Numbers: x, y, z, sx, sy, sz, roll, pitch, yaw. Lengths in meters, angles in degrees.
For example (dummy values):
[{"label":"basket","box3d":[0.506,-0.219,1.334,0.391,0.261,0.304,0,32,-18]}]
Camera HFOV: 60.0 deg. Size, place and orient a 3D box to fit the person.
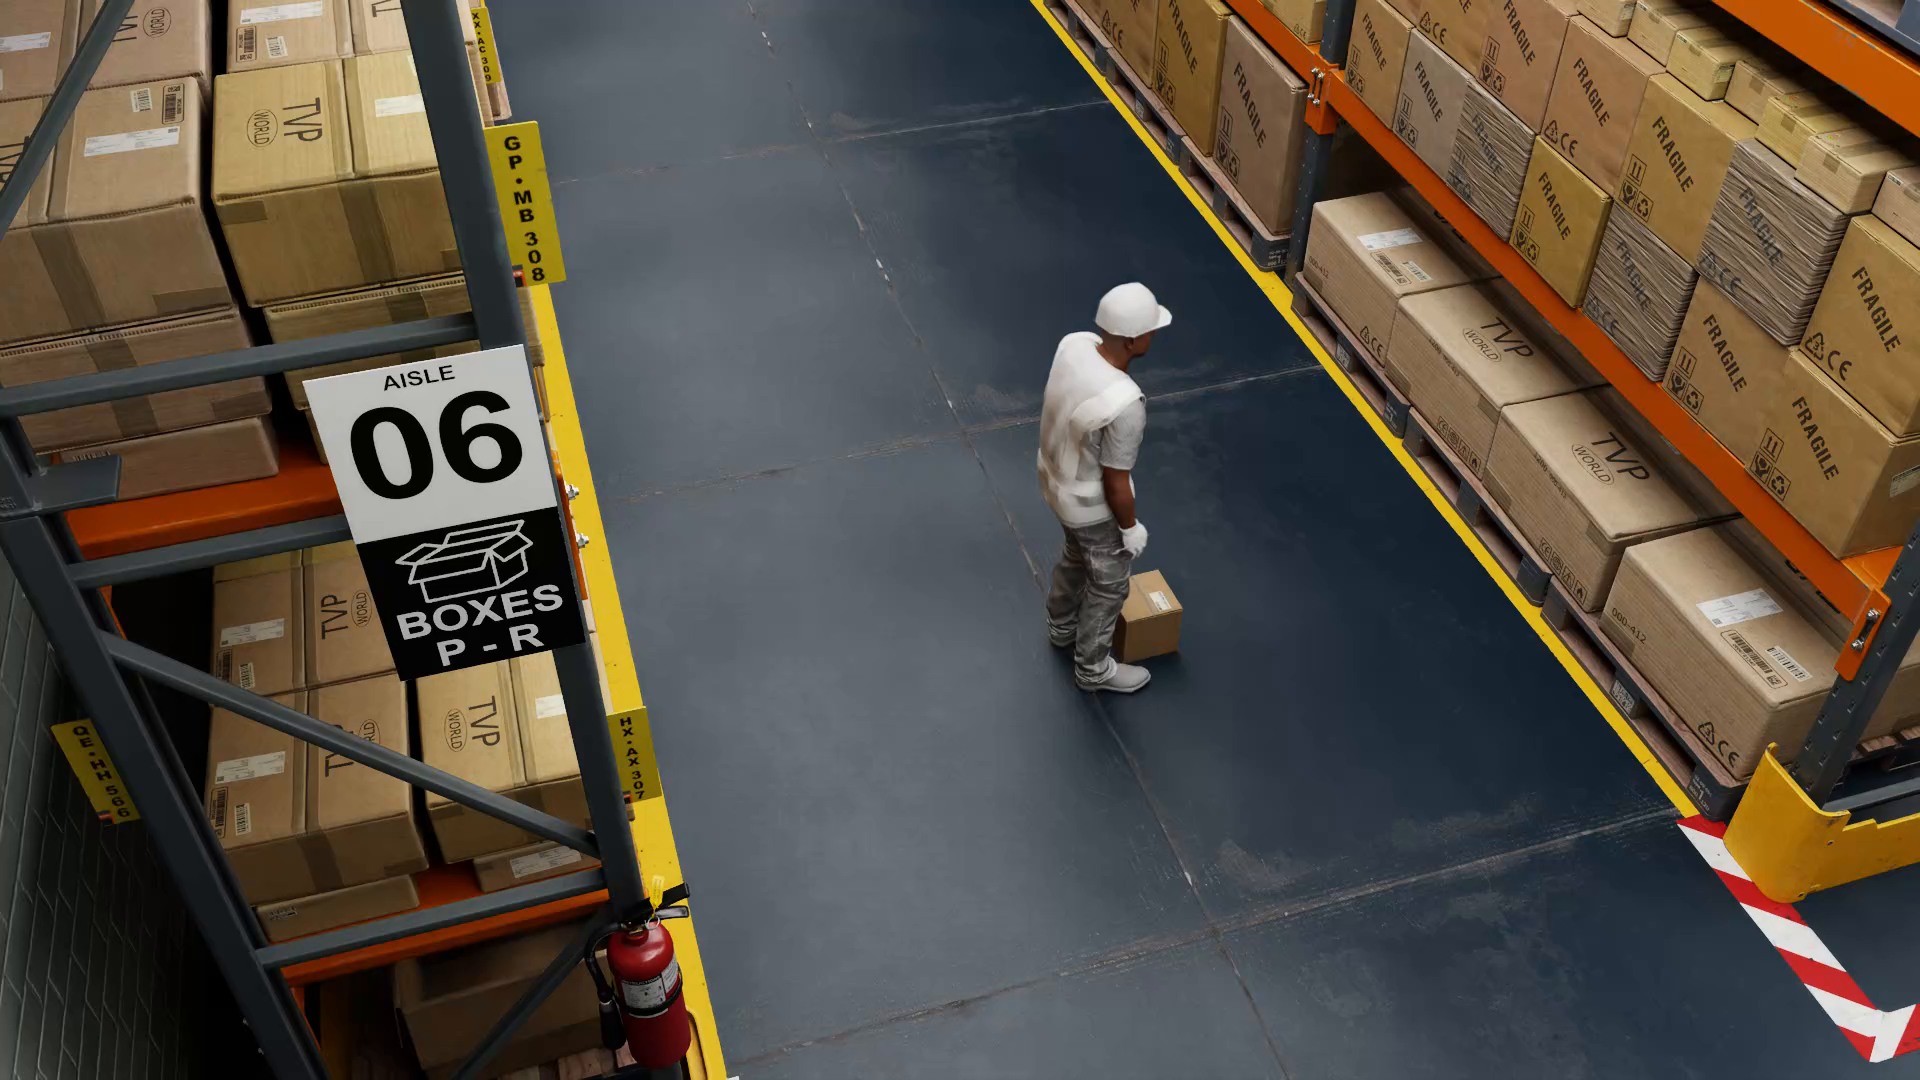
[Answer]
[{"label":"person","box3d":[0.539,-0.191,6.365,0.452,1.773,0.618,-12,43,-13]}]
